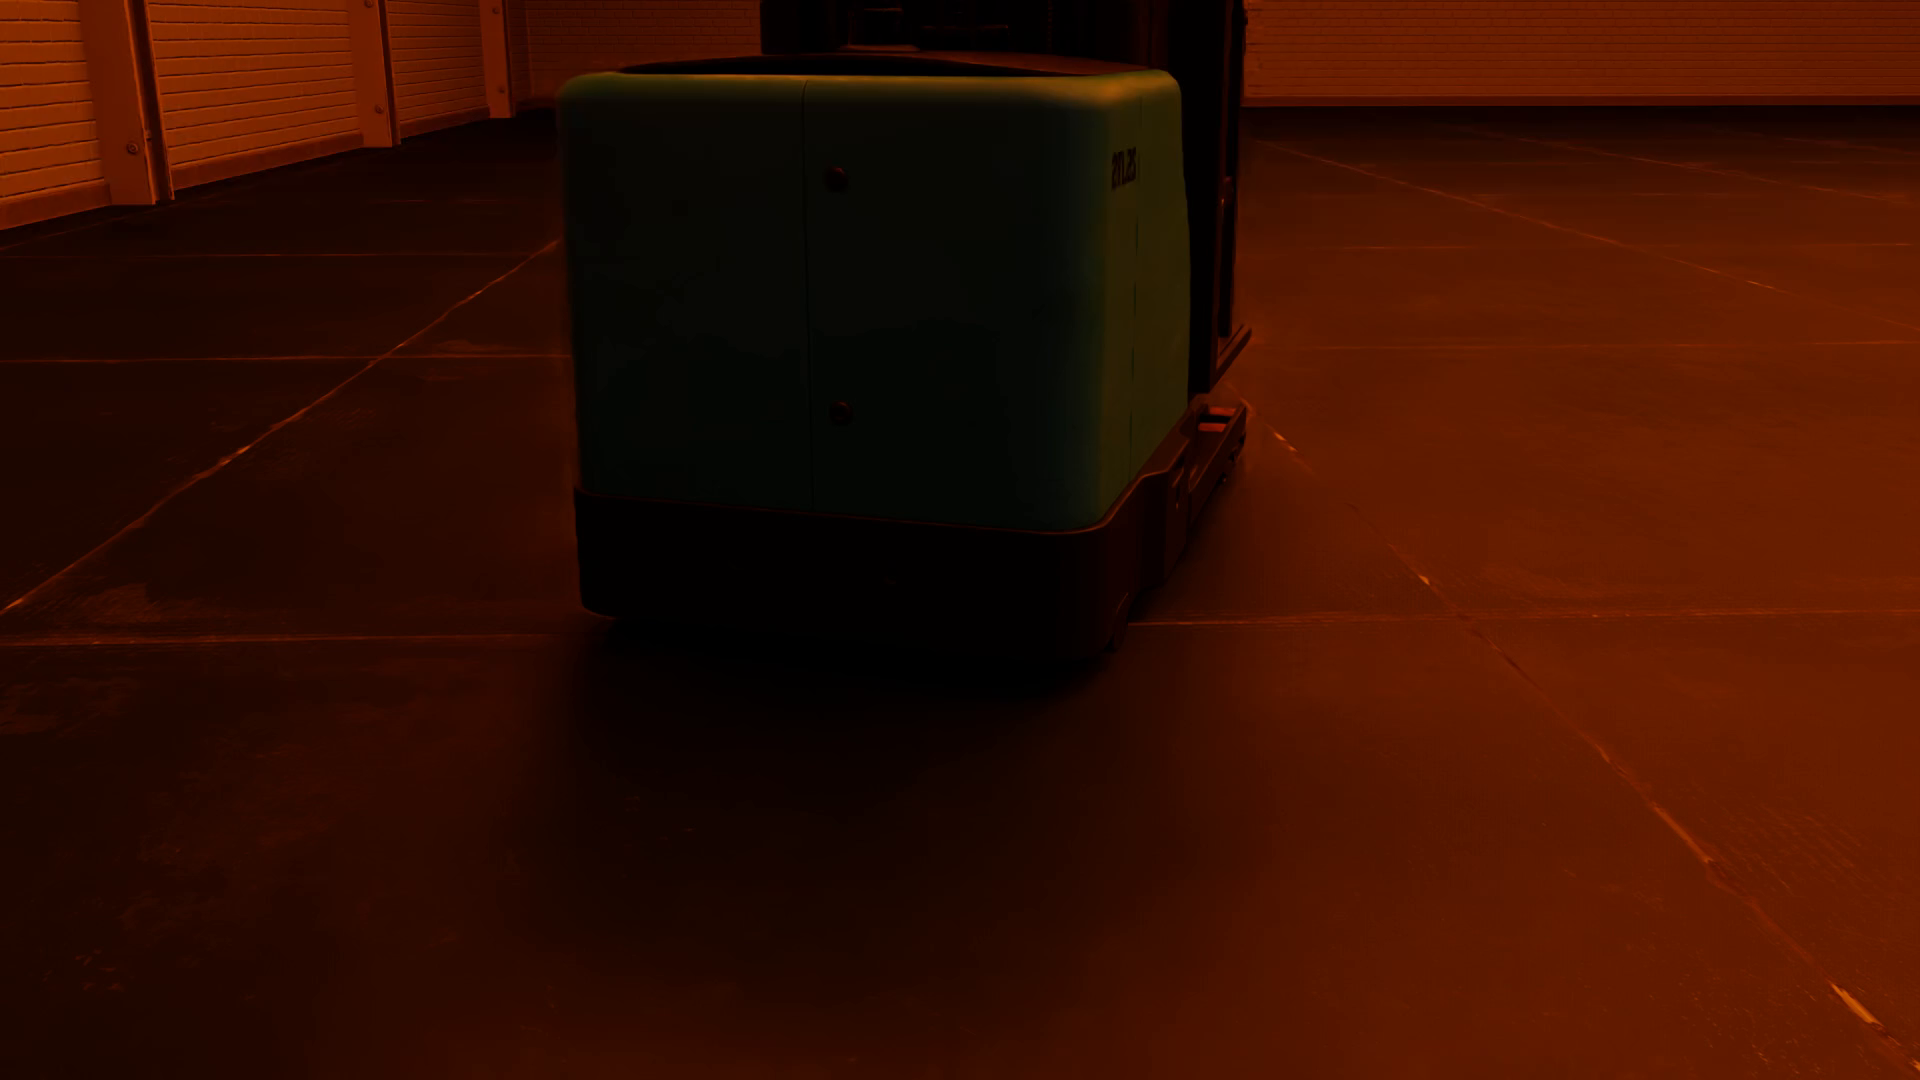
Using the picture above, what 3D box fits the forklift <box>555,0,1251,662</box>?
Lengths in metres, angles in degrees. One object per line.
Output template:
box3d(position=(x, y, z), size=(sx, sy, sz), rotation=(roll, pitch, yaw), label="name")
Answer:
box3d(position=(0.163, -1.575, 4.057), size=(1.130, 2.935, 3.031), rotation=(5, 18, 16), label="forklift")
